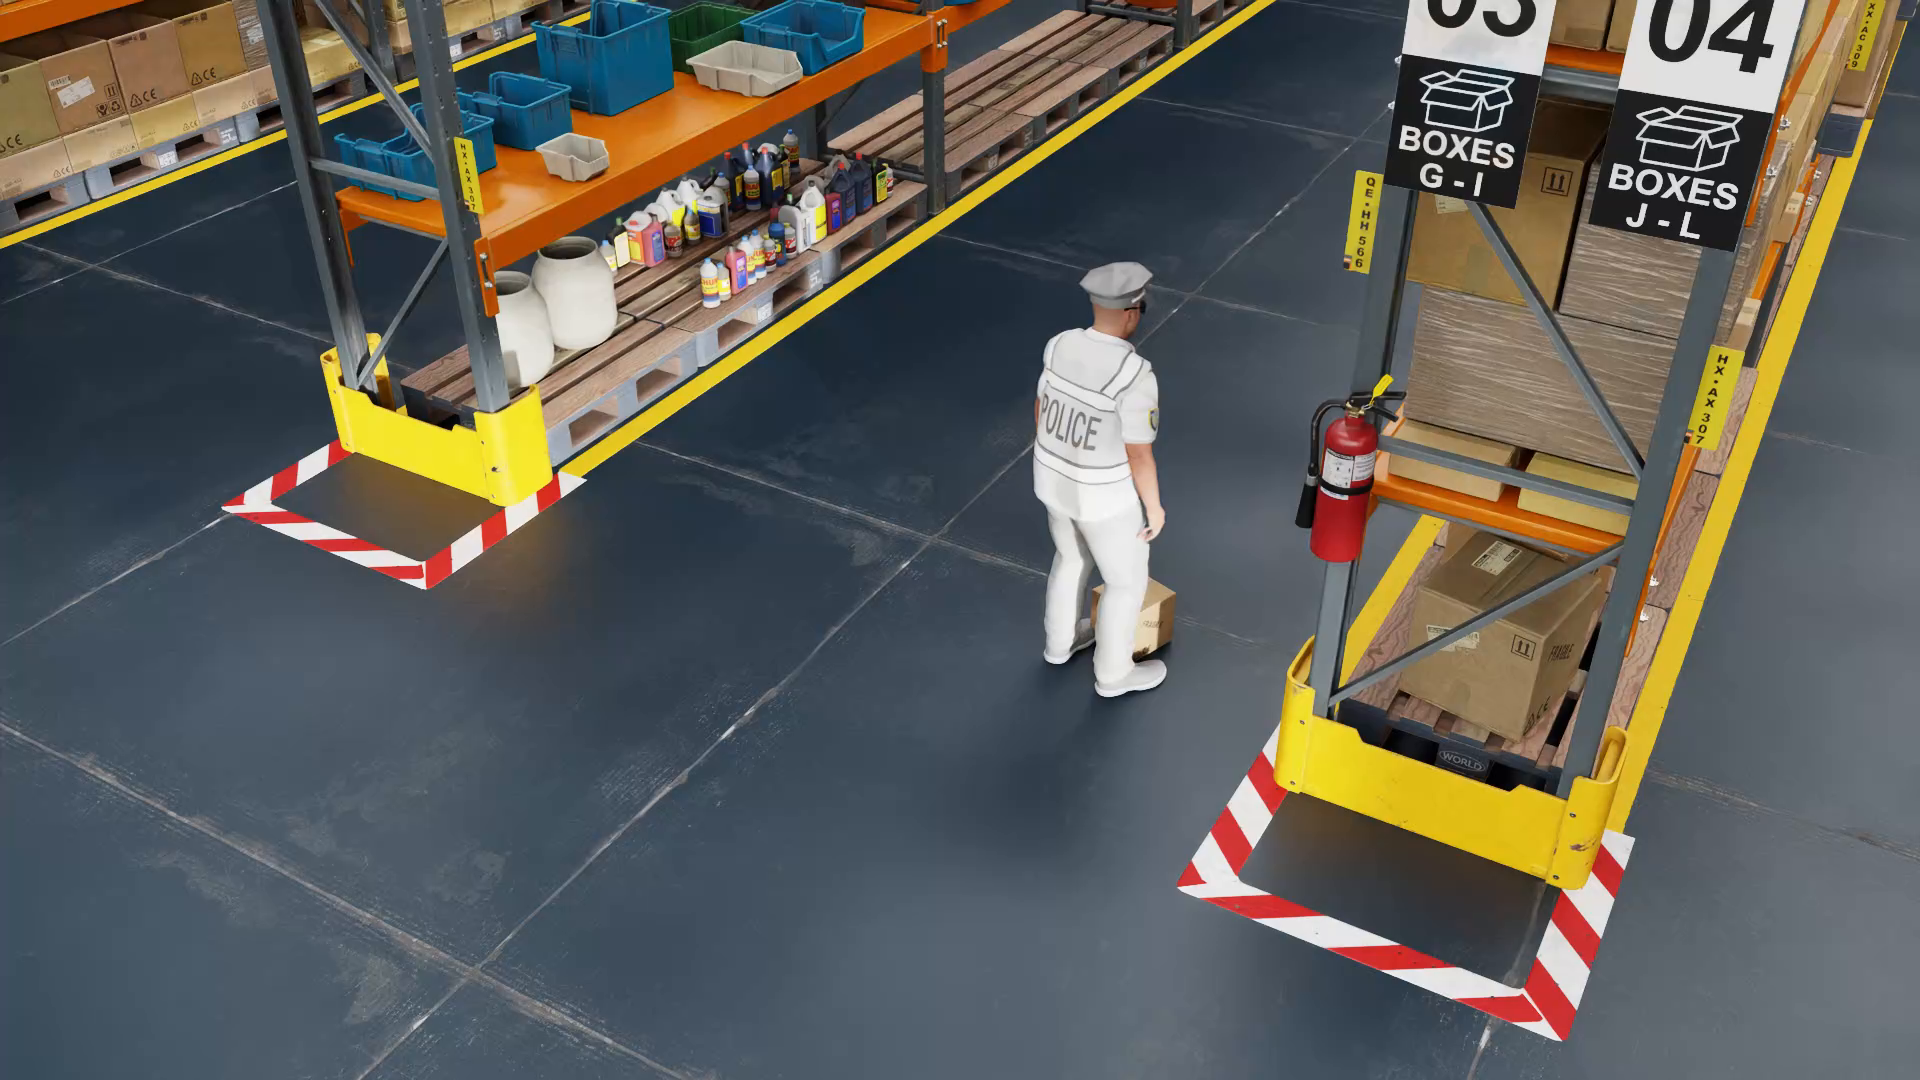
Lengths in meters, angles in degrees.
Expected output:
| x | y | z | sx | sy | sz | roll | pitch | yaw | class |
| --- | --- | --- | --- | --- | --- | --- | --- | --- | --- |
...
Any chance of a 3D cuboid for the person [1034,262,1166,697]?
| x | y | z | sx | sy | sz | roll | pitch | yaw | class |
| --- | --- | --- | --- | --- | --- | --- | --- | --- | --- |
| 0.525 | -0.205 | 6.440 | 0.435 | 1.748 | 0.593 | -27 | 42 | -34 | person |
